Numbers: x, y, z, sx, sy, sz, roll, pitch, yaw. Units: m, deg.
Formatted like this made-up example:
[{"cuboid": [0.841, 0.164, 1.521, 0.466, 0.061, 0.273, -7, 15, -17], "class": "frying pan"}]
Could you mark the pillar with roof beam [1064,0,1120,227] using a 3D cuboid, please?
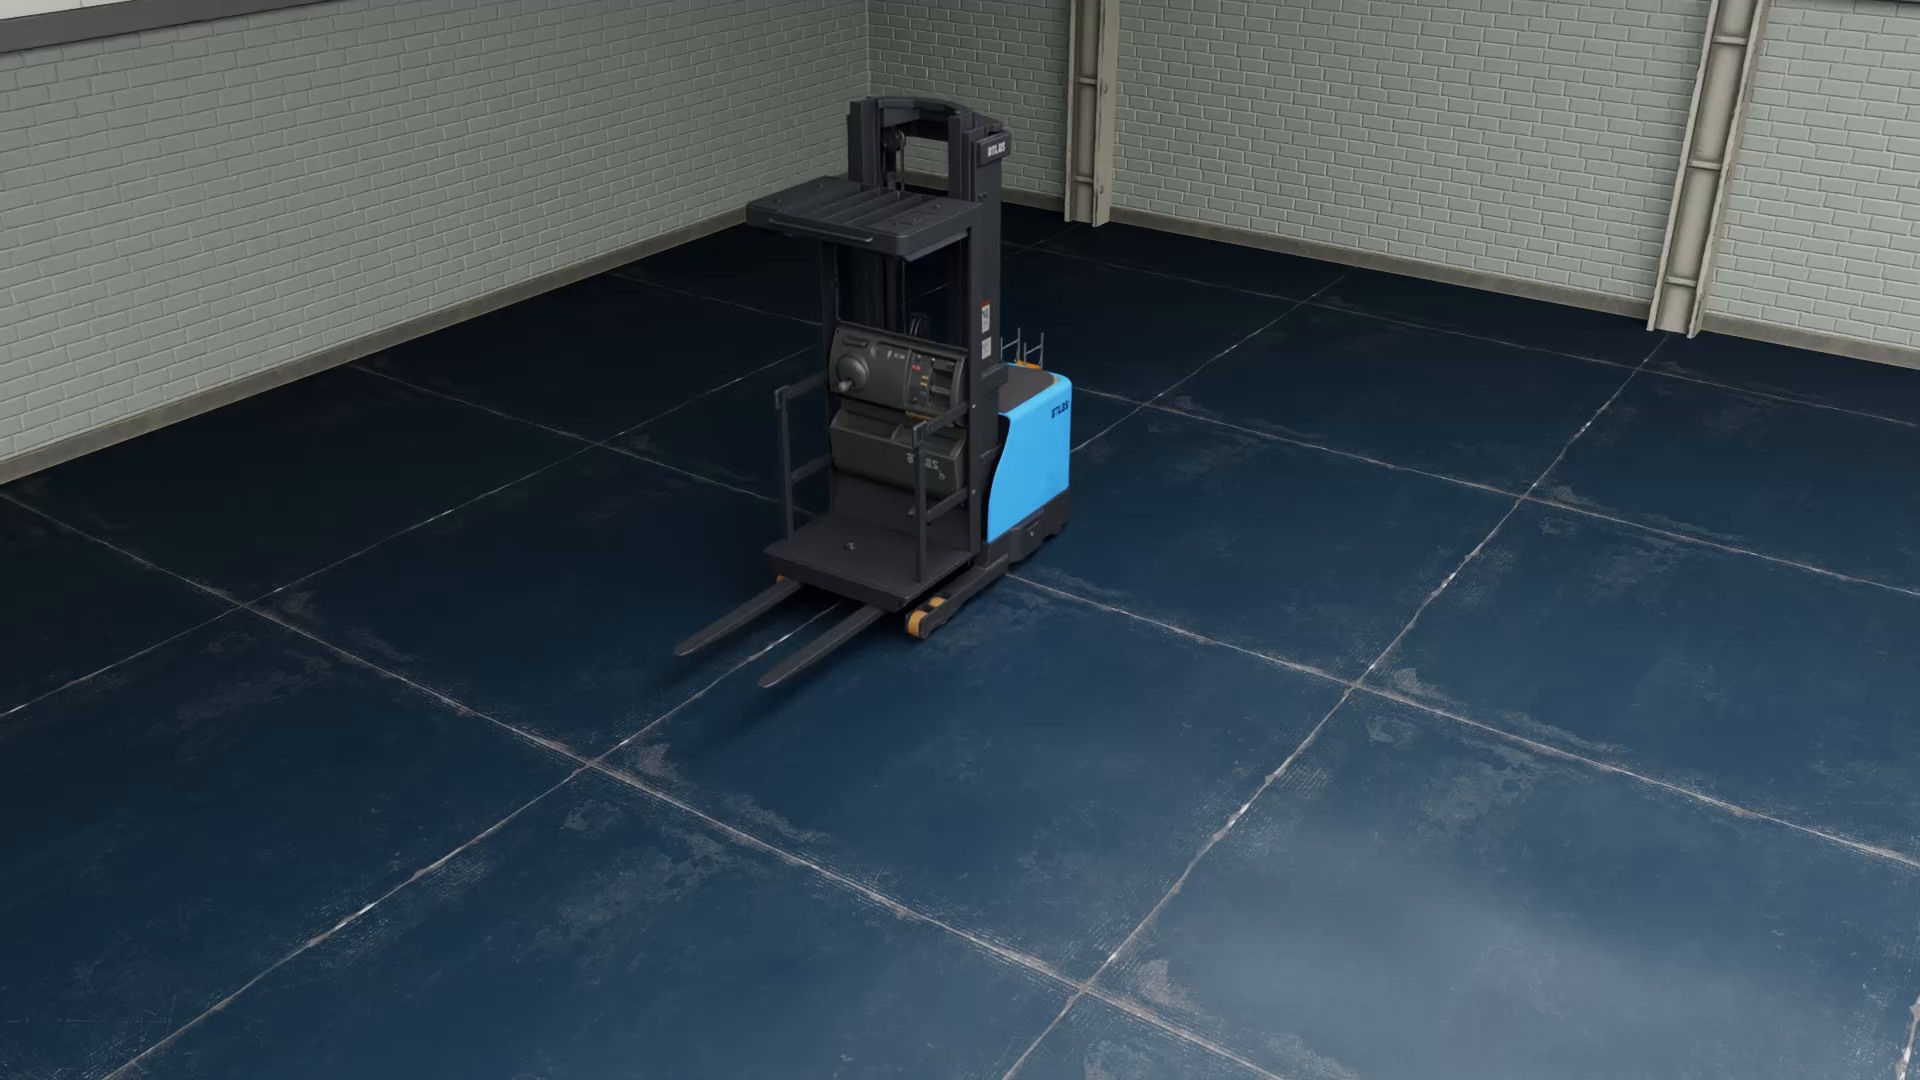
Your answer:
[{"cuboid": [-1.083, -5.803, 12.505, 0.400, 9.000, 9.100, 17, 32, 30], "class": "pillar with roof beam"}]

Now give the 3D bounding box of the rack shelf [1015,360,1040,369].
[{"cuboid": [0.411, -1.109, 11.185, 0.180, 0.103, 0.258, 17, 31, 29], "class": "rack shelf"}]

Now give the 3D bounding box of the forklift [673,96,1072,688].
[{"cuboid": [-0.495, -0.967, 9.692, 1.130, 2.935, 3.031, 17, 31, 29], "class": "forklift"}]

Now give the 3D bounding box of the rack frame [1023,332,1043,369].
[{"cuboid": [0.487, -0.805, 11.283, 0.006, 1.200, 0.240, 17, 31, 29], "class": "rack frame"}]

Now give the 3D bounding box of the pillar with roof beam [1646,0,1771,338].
[{"cuboid": [3.863, -4.262, 9.478, 0.400, 9.000, 9.100, 17, 32, 30], "class": "pillar with roof beam"}]

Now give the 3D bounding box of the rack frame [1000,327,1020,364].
[{"cuboid": [0.335, -0.851, 11.373, 0.006, 1.200, 0.240, 17, 31, 29], "class": "rack frame"}]

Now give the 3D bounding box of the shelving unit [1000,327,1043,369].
[{"cuboid": [0.411, -0.828, 11.328, 0.189, 1.200, 0.258, 17, 31, 29], "class": "shelving unit"}]
